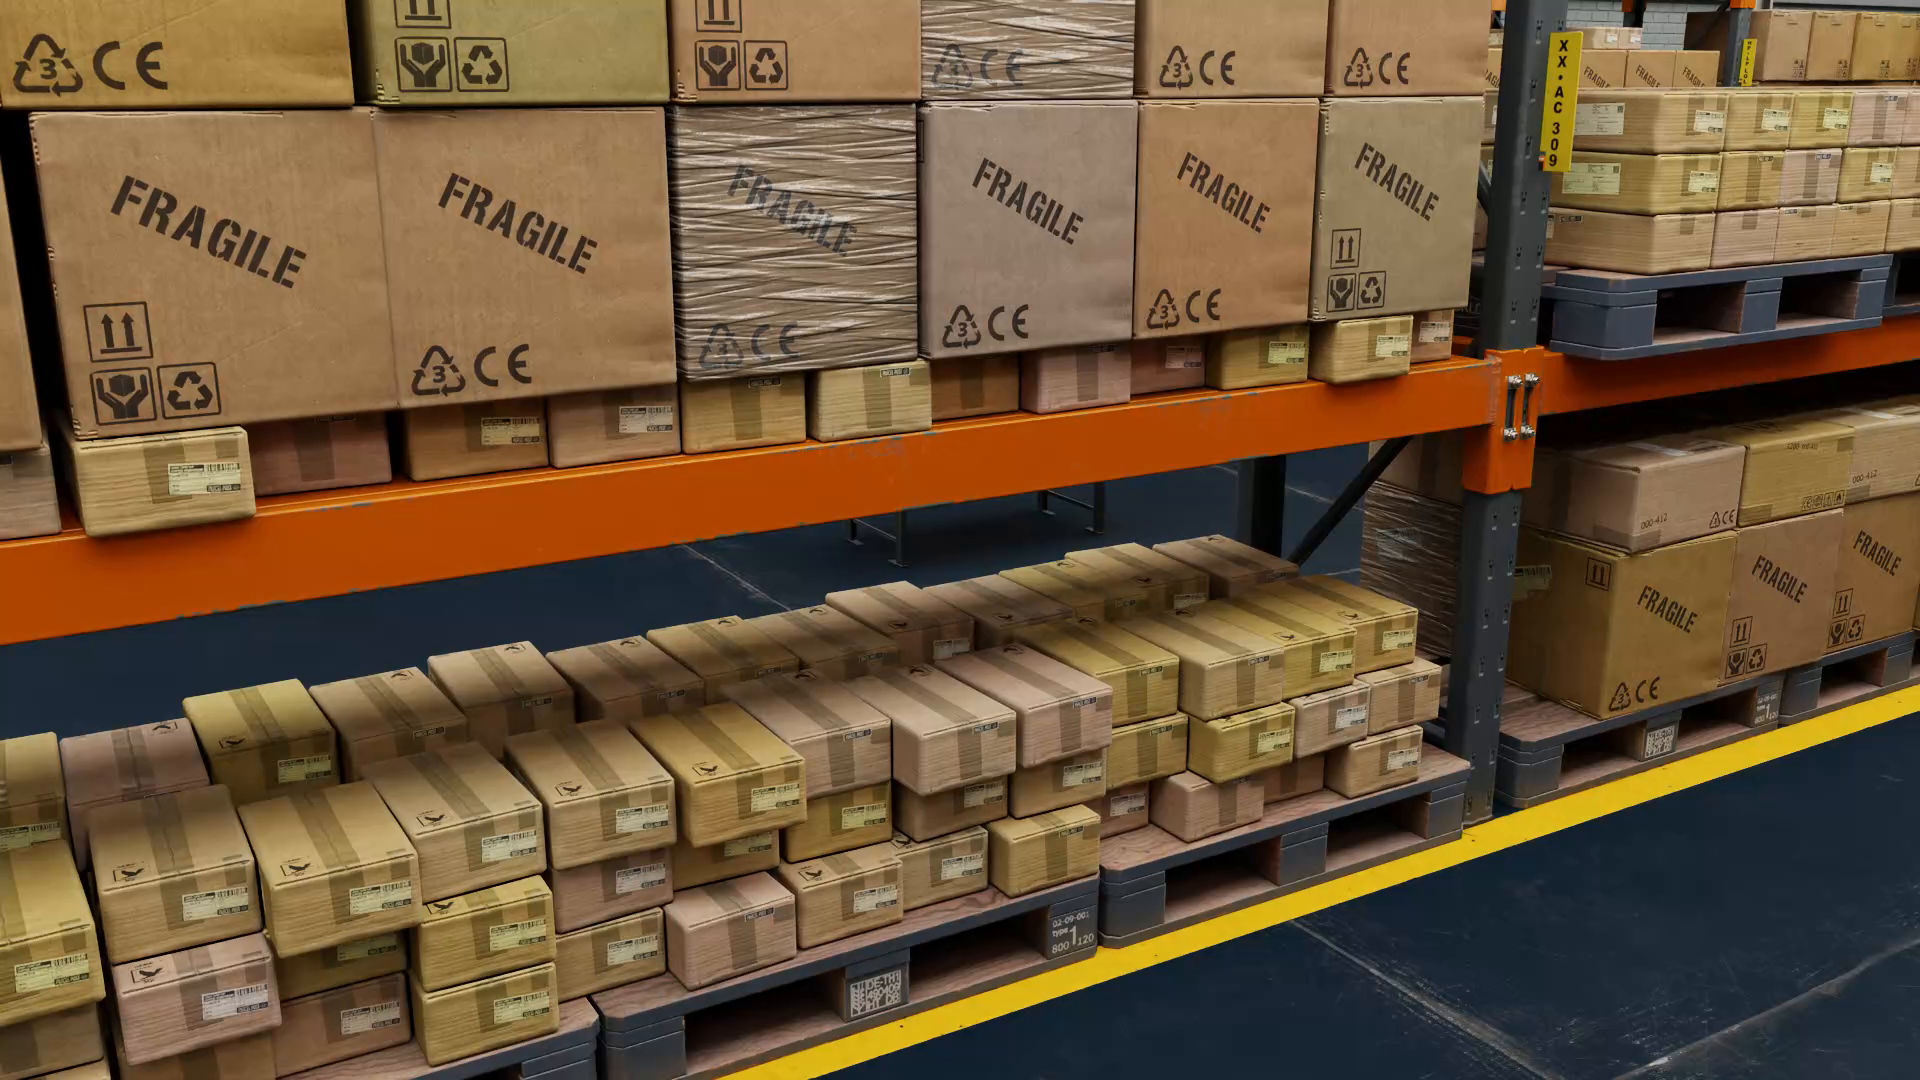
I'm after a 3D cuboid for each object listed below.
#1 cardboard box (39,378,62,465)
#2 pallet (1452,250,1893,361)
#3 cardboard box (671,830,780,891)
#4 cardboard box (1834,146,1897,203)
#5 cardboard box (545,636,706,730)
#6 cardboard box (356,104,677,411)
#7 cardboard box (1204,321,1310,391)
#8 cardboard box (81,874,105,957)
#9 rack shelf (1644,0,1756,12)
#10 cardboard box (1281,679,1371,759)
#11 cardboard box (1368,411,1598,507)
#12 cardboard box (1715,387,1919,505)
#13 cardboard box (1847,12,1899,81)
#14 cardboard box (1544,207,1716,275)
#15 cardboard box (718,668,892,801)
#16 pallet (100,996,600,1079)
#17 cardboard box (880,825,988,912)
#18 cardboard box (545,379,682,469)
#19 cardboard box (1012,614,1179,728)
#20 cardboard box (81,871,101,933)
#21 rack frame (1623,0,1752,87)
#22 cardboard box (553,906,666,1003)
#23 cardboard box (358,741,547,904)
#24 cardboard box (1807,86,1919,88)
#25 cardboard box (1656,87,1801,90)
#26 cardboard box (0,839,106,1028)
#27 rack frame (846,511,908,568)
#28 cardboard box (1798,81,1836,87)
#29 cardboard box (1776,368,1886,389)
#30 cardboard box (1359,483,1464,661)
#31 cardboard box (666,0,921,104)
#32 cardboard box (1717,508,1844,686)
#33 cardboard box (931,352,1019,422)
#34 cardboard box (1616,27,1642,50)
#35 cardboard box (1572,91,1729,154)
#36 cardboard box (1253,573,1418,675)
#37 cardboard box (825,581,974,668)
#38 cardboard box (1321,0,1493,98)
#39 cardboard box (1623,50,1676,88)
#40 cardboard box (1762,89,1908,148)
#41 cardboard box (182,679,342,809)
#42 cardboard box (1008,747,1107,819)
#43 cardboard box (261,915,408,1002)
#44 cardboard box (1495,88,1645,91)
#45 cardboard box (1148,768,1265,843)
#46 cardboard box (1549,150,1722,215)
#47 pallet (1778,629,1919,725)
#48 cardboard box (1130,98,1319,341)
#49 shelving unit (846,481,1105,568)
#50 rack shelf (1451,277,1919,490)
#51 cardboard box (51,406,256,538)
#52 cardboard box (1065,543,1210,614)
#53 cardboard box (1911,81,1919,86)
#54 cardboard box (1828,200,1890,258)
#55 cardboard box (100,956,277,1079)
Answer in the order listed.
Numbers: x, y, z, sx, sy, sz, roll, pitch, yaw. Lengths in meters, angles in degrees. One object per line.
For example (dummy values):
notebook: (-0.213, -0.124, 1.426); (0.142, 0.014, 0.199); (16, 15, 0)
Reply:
cardboard box: (-1.685, -0.269, 3.276); (0.250, 0.149, 0.380); (-9, 18, -30)
pallet: (1.900, -0.751, 4.886); (1.213, 0.211, 1.003); (-9, 18, -30)
cardboard box: (-0.584, 0.603, 3.654); (0.250, 0.149, 0.380); (-8, 18, -27)
cardboard box: (2.409, -1.052, 4.742); (0.250, 0.149, 0.380); (-10, 19, -32)
cardboard box: (-0.795, 0.368, 3.942); (0.250, 0.149, 0.380); (-10, 18, -32)
cardboard box: (-0.860, -0.550, 3.078); (0.500, 0.500, 0.500); (-9, 18, -29)
cardboard box: (0.621, -0.471, 4.000); (0.250, 0.149, 0.380); (-8, 18, -28)
cardboard box: (-1.747, 0.775, 3.590); (0.250, 0.149, 0.380); (-9, 18, -28)
rack shelf: (7.106, -4.390, 13.288); (4.000, 0.370, 1.077); (-9, 18, -30)
cardboard box: (0.838, 0.415, 4.326); (0.250, 0.149, 0.380); (-10, 19, -32)
cardboard box: (1.678, -0.292, 5.359); (0.500, 0.250, 0.500); (-10, 18, -31)
cardboard box: (2.834, -0.316, 5.445); (0.500, 0.250, 0.500); (-8, 18, -28)
cardboard box: (6.774, -3.827, 12.917); (0.500, 0.500, 0.700); (-10, 18, -31)
cardboard box: (1.744, -0.800, 4.394); (0.250, 0.149, 0.380); (-10, 19, -32)
cardboard box: (-0.351, 0.431, 3.718); (0.250, 0.149, 0.380); (-9, 18, -30)
pallet: (-1.479, 1.013, 3.406); (1.213, 0.211, 1.003); (-9, 18, -30)
cardboard box: (-0.136, 0.698, 3.867); (0.250, 0.149, 0.380); (-9, 18, -29)
cardboard box: (-0.735, -0.260, 3.246); (0.250, 0.149, 0.380); (-10, 18, -31)
cardboard box: (0.328, 0.322, 4.105); (0.250, 0.149, 0.380); (-9, 18, -28)
cardboard box: (-1.702, 0.649, 3.488); (0.250, 0.149, 0.380); (-10, 18, -31)
rack frame: (5.391, -3.014, 12.604); (0.127, 3.000, 1.000); (-9, 18, -30)
cardboard box: (-0.808, 0.798, 3.509); (0.250, 0.149, 0.380); (-9, 18, -30)
cardboard box: (-1.009, 0.550, 3.292); (0.250, 0.149, 0.380); (-10, 19, -32)
cardboard box: (3.203, -1.529, 5.893); (0.250, 0.149, 0.380); (-8, 18, -27)
cardboard box: (2.531, -1.420, 5.504); (0.250, 0.149, 0.380); (-10, 19, -32)
cardboard box: (-1.635, 0.675, 2.845); (0.250, 0.149, 0.380); (-10, 19, -32)
rack frame: (-0.363, -0.663, 6.998); (0.032, 1.500, 0.500); (-9, 18, -30)
cardboard box: (6.330, -3.277, 12.807); (0.500, 0.500, 0.500); (-9, 18, -30)
cardboard box: (3.017, -0.510, 6.136); (0.500, 0.250, 0.500); (-9, 18, -29)
cardboard box: (1.675, 0.070, 5.457); (0.500, 0.500, 0.500); (-10, 18, -31)
cardboard box: (-0.416, -1.099, 3.183); (0.500, 0.500, 0.500); (-10, 18, -31)
cardboard box: (2.392, 0.116, 5.293); (0.500, 0.500, 0.500); (-8, 18, -27)
cardboard box: (-0.076, -0.374, 3.650); (0.250, 0.149, 0.380); (-10, 18, -31)
cardboard box: (4.528, -3.505, 11.638); (0.250, 0.149, 0.380); (-10, 18, -31)
cardboard box: (1.744, -1.087, 4.314); (0.250, 0.149, 0.380); (-8, 18, -27)
cardboard box: (0.999, 0.223, 4.458); (0.250, 0.149, 0.380); (-9, 18, -28)
cardboard box: (-0.162, 0.243, 4.389); (0.250, 0.149, 0.380); (-9, 18, -29)
cardboard box: (0.906, -1.315, 3.957); (0.500, 0.500, 0.500); (-10, 18, -32)
cardboard box: (4.689, -3.221, 11.828); (0.500, 0.500, 0.500); (-9, 18, -29)
cardboard box: (2.417, -1.196, 4.704); (0.250, 0.149, 0.380); (-9, 18, -30)
cardboard box: (-1.534, 0.450, 3.648); (0.250, 0.149, 0.380); (-10, 18, -31)
cardboard box: (0.144, 0.508, 3.993); (0.250, 0.149, 0.380); (-9, 18, -28)
cardboard box: (-1.250, 0.720, 3.237); (0.250, 0.149, 0.380); (-9, 18, -29)
cardboard box: (1.866, -1.312, 5.119); (0.250, 0.149, 0.380); (-10, 18, -31)
cardboard box: (0.550, 0.602, 4.210); (0.250, 0.149, 0.380); (-10, 18, -32)
cardboard box: (1.744, -0.943, 4.354); (0.250, 0.149, 0.380); (-9, 18, -29)
pallet: (2.883, 0.293, 5.974); (1.213, 0.211, 1.003); (-9, 18, -30)
cardboard box: (0.455, -0.757, 3.818); (0.500, 0.500, 0.500); (-10, 18, -31)
shelving unit: (0.073, -0.734, 7.250); (1.048, 1.500, 0.538); (-9, 18, -30)
rack shelf: (2.884, -0.702, 5.690); (4.000, 0.370, 1.077); (-9, 18, -30)
cardboard box: (-1.357, -0.133, 2.791); (0.250, 0.149, 0.380); (-10, 18, -31)
cardboard box: (0.501, 0.138, 4.762); (0.250, 0.149, 0.380); (-8, 18, -27)
cardboard box: (7.635, -3.485, 13.548); (0.500, 0.500, 0.500); (-9, 18, -30)
cardboard box: (2.411, -0.909, 4.781); (0.250, 0.149, 0.380); (-9, 18, -29)
cardboard box: (-1.463, 0.902, 3.139); (0.250, 0.149, 0.380); (-9, 18, -30)
